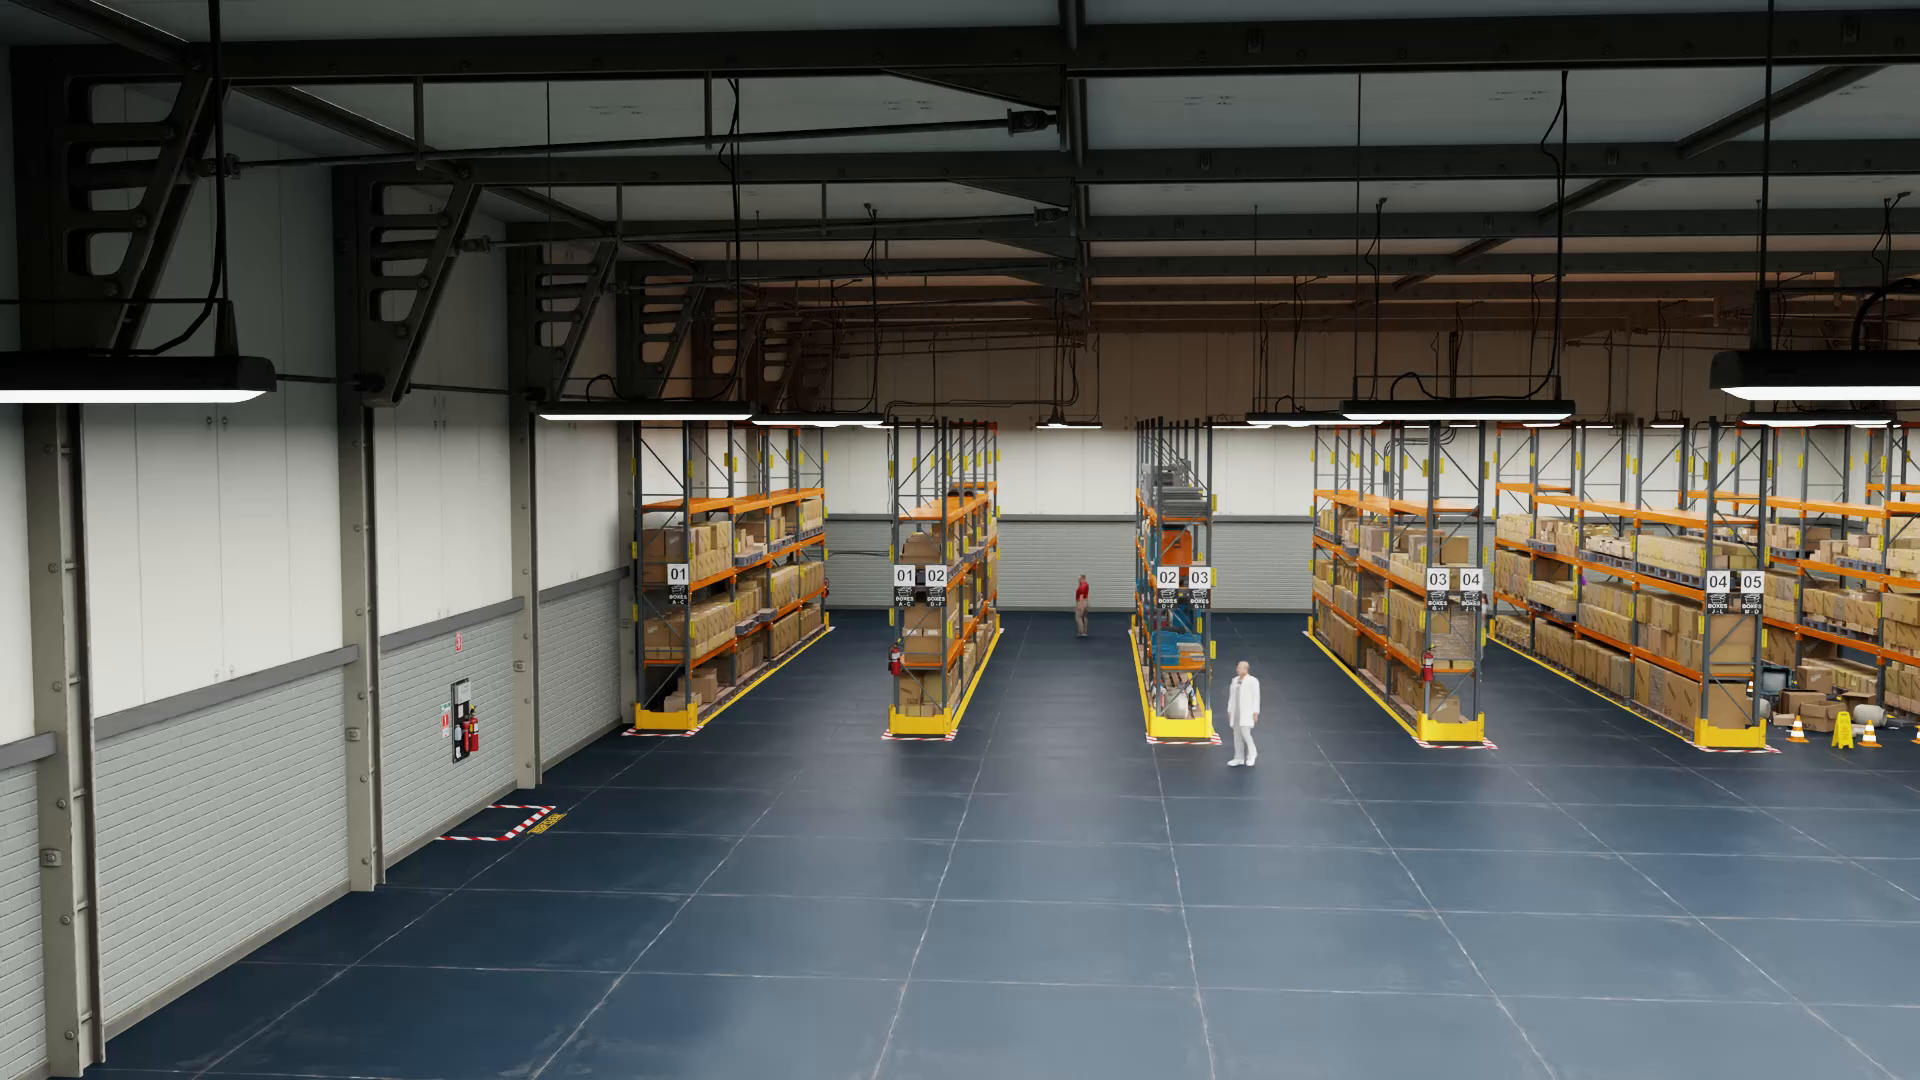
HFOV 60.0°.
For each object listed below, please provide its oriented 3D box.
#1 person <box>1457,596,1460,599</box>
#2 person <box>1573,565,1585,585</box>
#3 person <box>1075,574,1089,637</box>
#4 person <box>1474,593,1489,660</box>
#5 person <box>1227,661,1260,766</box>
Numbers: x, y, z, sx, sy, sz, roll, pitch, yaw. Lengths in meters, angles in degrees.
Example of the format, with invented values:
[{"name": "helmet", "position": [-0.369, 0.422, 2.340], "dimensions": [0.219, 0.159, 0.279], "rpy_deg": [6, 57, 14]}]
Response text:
[{"name": "person", "position": [15.081, 1.654, 49.575], "dimensions": [0.805, 1.631, 0.483], "rpy_deg": [-1, 4, -13]}, {"name": "person", "position": [18.271, 1.619, 49.335], "dimensions": [0.705, 1.738, 0.586], "rpy_deg": [-2, 4, -31]}, {"name": "person", "position": [3.410, 1.849, 46.553], "dimensions": [0.357, 1.782, 0.602], "rpy_deg": [1, 4, 20]}, {"name": "person", "position": [13.022, 2.169, 41.709], "dimensions": [0.444, 1.680, 0.483], "rpy_deg": [1, 4, 18]}, {"name": "person", "position": [4.838, 3.060, 28.454], "dimensions": [0.495, 1.592, 0.632], "rpy_deg": [-3, 5, -41]}]
